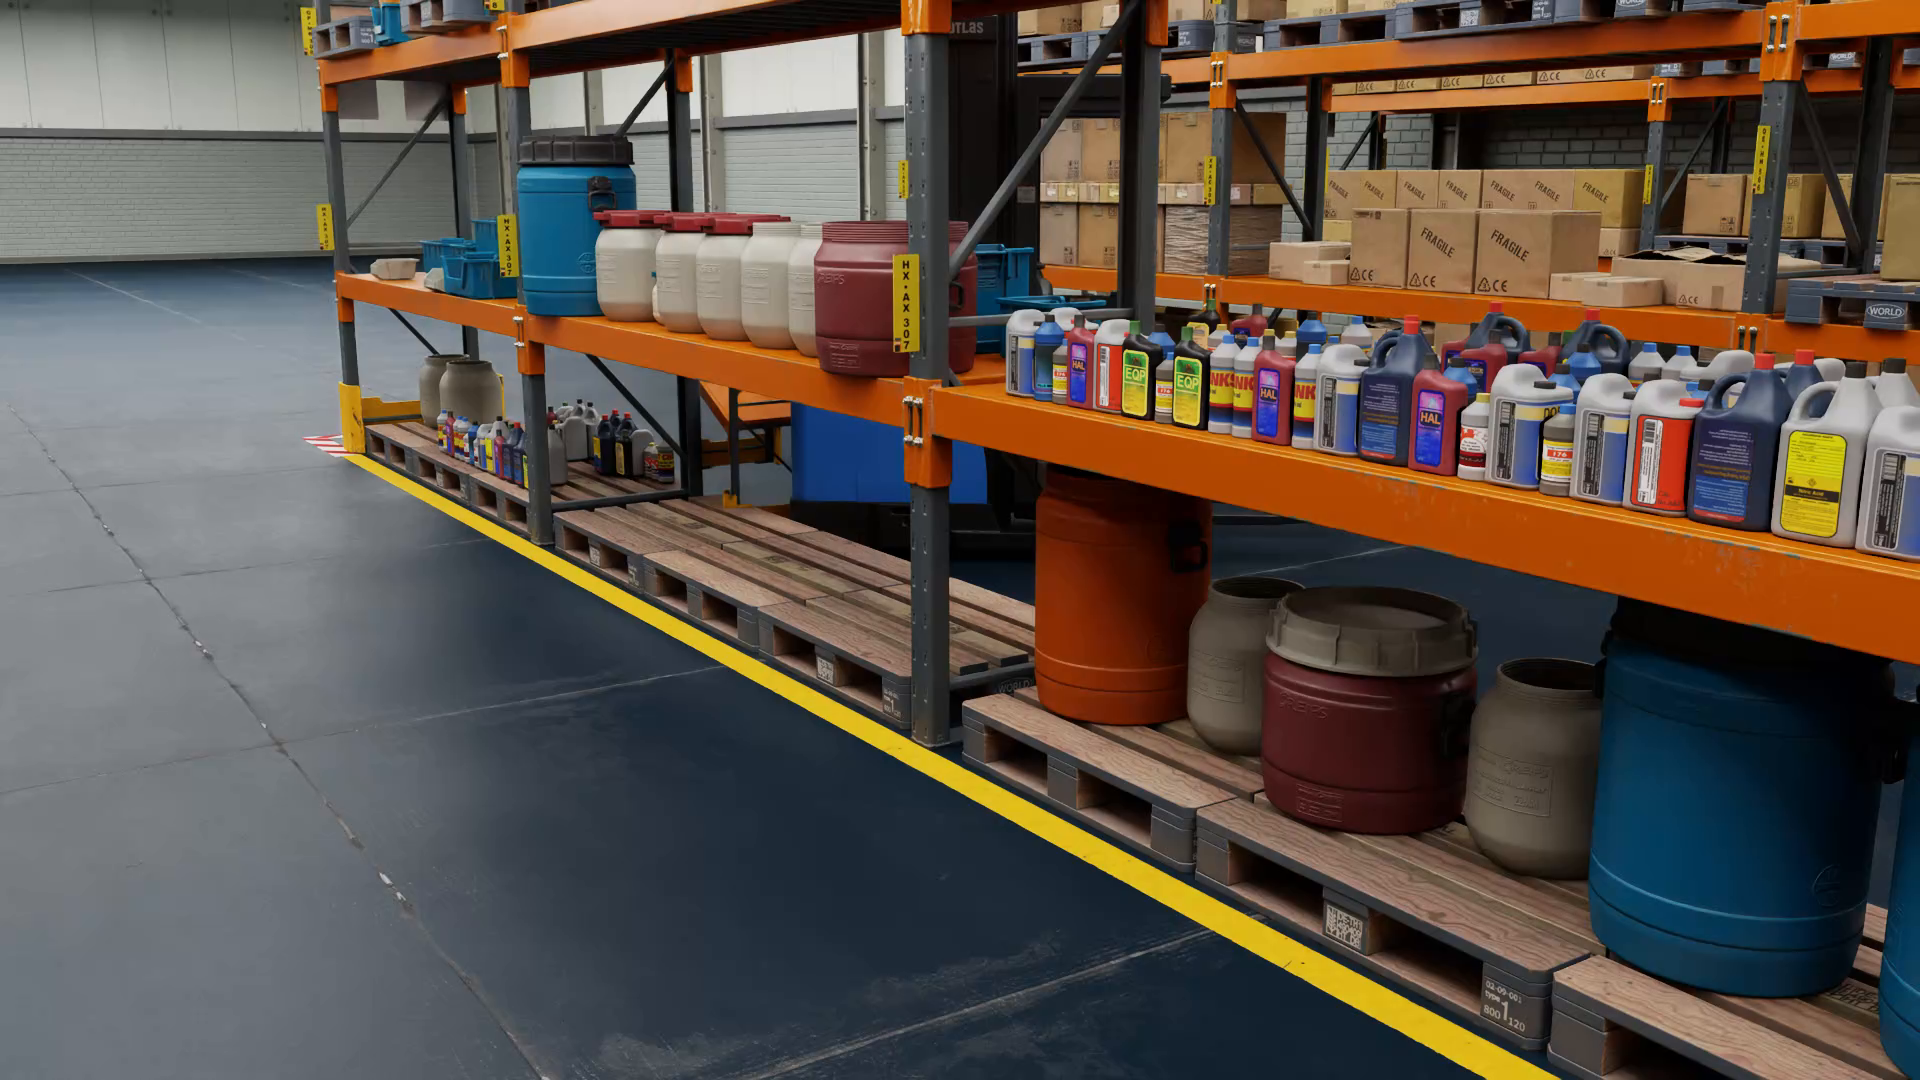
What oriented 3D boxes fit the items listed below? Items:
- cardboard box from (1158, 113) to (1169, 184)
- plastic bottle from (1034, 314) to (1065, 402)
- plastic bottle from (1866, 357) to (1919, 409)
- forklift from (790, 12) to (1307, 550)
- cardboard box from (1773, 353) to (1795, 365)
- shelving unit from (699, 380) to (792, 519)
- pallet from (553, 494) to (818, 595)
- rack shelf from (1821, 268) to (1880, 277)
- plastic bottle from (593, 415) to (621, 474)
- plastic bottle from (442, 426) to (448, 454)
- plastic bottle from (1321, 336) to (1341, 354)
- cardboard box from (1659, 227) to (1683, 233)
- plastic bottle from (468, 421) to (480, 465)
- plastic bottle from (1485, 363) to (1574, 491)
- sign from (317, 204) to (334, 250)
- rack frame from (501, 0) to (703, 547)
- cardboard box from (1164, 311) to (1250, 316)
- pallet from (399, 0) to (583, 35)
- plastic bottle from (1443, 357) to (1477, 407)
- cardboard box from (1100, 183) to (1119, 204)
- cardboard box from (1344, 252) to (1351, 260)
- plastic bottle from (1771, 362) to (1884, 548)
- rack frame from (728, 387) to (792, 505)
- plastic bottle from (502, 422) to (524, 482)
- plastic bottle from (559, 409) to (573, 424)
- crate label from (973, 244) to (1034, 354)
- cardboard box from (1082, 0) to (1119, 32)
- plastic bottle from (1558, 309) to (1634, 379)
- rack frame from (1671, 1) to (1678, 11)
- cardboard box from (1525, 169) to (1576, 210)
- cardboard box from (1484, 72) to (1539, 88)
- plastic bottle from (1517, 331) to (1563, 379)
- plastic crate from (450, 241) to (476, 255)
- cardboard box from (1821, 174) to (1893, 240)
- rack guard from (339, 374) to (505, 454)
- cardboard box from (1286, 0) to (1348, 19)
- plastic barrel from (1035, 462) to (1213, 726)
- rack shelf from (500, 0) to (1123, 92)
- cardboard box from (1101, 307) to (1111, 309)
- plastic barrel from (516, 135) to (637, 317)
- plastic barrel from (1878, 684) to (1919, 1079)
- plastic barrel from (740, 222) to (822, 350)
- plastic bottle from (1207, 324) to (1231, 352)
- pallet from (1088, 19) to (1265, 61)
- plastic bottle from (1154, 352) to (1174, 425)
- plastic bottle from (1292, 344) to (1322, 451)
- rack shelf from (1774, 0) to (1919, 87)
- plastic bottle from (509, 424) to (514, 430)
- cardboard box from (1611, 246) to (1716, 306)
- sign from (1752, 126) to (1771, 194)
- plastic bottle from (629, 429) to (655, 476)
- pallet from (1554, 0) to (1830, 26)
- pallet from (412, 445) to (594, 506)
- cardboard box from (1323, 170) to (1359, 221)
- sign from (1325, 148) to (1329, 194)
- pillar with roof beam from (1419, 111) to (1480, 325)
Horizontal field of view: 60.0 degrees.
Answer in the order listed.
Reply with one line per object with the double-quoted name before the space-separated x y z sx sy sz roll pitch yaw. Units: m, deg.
"cardboard box" 1.651 -2.931 12.474 0.700 0.500 0.500 -8 15 -33
"plastic bottle" 0.285 -0.582 5.302 0.097 0.271 0.097 0 12 0
"plastic bottle" 1.828 -0.190 3.325 0.144 0.351 0.185 -8 15 -33
"forklift" 0.624 -1.424 9.011 3.031 2.935 1.130 1 12 3
"cardboard box" 7.054 -1.447 13.777 0.700 0.500 0.500 -8 15 -34
"shelving unit" -1.189 -0.944 9.497 0.587 1.500 1.083 -7 25 -20
"pallet" -1.475 0.002 8.858 1.003 0.211 1.213 -8 15 -33
"rack shelf" 7.413 -1.961 12.990 1.077 0.370 4.000 -8 15 -33
"plastic bottle" -2.165 -0.592 10.216 0.144 0.351 0.185 -8 15 -33
"plastic bottle" -3.357 -0.677 10.955 0.097 0.201 0.097 0 12 0
"plastic bottle" 1.191 -0.550 5.319 0.097 0.201 0.097 0 12 0
"cardboard box" 6.223 -2.713 15.052 0.500 0.250 0.500 -8 15 -32
"plastic bottle" -3.056 -0.614 10.507 0.097 0.271 0.097 0 12 0
"plastic bottle" 1.317 -0.263 3.835 0.152 0.276 0.135 -8 15 -33
"sign" -4.619 -2.277 12.107 0.100 0.325 0.005 -8 15 -33
"rack frame" -1.943 -1.495 9.177 1.000 3.000 0.127 -8 15 -33
"cardboard box" 1.903 -1.517 12.973 0.500 0.500 0.500 -8 15 -33
"pallet" -2.424 -2.985 9.411 1.213 0.211 1.003 -8 15 -33
"plastic bottle" 1.207 -0.309 4.057 0.097 0.271 0.097 0 12 0
"cardboard box" 1.292 -2.651 12.709 0.380 0.149 0.250 -8 15 -33
"cardboard box" 2.823 -1.880 11.254 0.396 0.266 0.258 -9 15 -34
"plastic bottle" 1.708 -0.173 3.247 0.144 0.351 0.185 -8 15 -33
"rack frame" -1.012 -0.750 9.073 0.500 1.500 0.032 -7 25 -20
"plastic bottle" -2.646 -0.531 9.937 0.144 0.351 0.185 -9 15 -36
"plastic bottle" -2.583 -0.743 11.085 0.152 0.276 0.135 -9 15 -34
"crate label" -0.052 -1.010 6.875 0.502 0.435 0.616 -8 15 -33
"cardboard box" 1.375 -4.178 12.872 0.797 0.503 0.637 -6 14 -27
"plastic bottle" 1.716 -0.445 4.491 0.144 0.351 0.185 -8 15 -33
"rack frame" 6.305 -5.599 13.899 1.000 3.000 0.127 -8 15 -33
"cardboard box" 5.504 -3.106 15.093 0.500 0.500 0.500 -8 15 -33
"cardboard box" 5.211 -4.438 15.332 0.500 0.500 0.500 -9 15 -35
"plastic bottle" 1.612 -0.438 4.617 0.061 0.283 0.133 -8 15 -33
"plastic crate" -3.278 -1.964 11.670 0.499 0.251 0.408 -8 15 -33
"cardboard box" 7.253 -2.623 13.073 0.700 0.500 0.500 -6 14 -25
"rack guard" -4.078 -0.977 12.661 1.175 0.500 0.348 -8 15 -33
"cardboard box" 2.516 -3.567 11.000 0.500 0.250 0.500 -6 14 -27
"plastic barrel" 0.559 0.156 5.723 0.600 0.830 0.708 -8 15 -33
"rack shelf" -0.835 -2.253 7.307 1.077 0.370 4.000 -8 15 -33
"cardboard box" 0.907 -1.632 13.499 0.500 0.500 0.500 -8 15 -33
"plastic barrel" -1.981 -1.635 8.646 0.600 0.901 0.708 -8 15 -33
"plastic barrel" 2.202 0.649 3.302 0.600 0.901 0.708 -8 15 -33
"plastic barrel" -0.708 -1.071 6.976 0.421 0.512 0.421 0 12 0
"plastic bottle" 0.901 -0.643 5.744 0.097 0.201 0.097 0 12 0
"pallet" 1.689 -3.651 12.224 1.003 0.211 1.213 -8 15 -33
"plastic bottle" 0.616 -0.442 4.825 0.097 0.201 0.097 0 12 0
"plastic bottle" 0.925 -0.376 4.363 0.097 0.271 0.097 0 12 0
"rack shelf" 5.507 -2.128 6.732 1.077 0.370 4.000 -8 15 -33
"plastic bottle" -2.754 -0.572 10.283 0.061 0.283 0.133 -8 15 -33
"cardboard box" 4.065 -1.508 9.444 0.500 0.311 0.500 -8 15 -33
"sign" 3.939 -1.869 8.176 0.100 0.325 0.005 -8 15 -33
"plastic bottle" -1.956 -0.542 10.166 0.152 0.276 0.135 -7 14 -31
"pallet" 3.949 -2.853 8.806 1.213 0.211 1.003 -7 14 -30
"pallet" -2.960 -0.474 11.037 1.003 0.211 1.213 -8 15 -33
"cardboard box" 4.103 -3.562 17.176 0.500 0.500 0.500 -8 15 -33
"sign" 2.629 -2.674 12.042 0.100 0.325 0.005 -8 15 -33
"pillar with roof beam" 1.612 -5.778 14.721 9.100 9.000 0.400 -8 15 -33
